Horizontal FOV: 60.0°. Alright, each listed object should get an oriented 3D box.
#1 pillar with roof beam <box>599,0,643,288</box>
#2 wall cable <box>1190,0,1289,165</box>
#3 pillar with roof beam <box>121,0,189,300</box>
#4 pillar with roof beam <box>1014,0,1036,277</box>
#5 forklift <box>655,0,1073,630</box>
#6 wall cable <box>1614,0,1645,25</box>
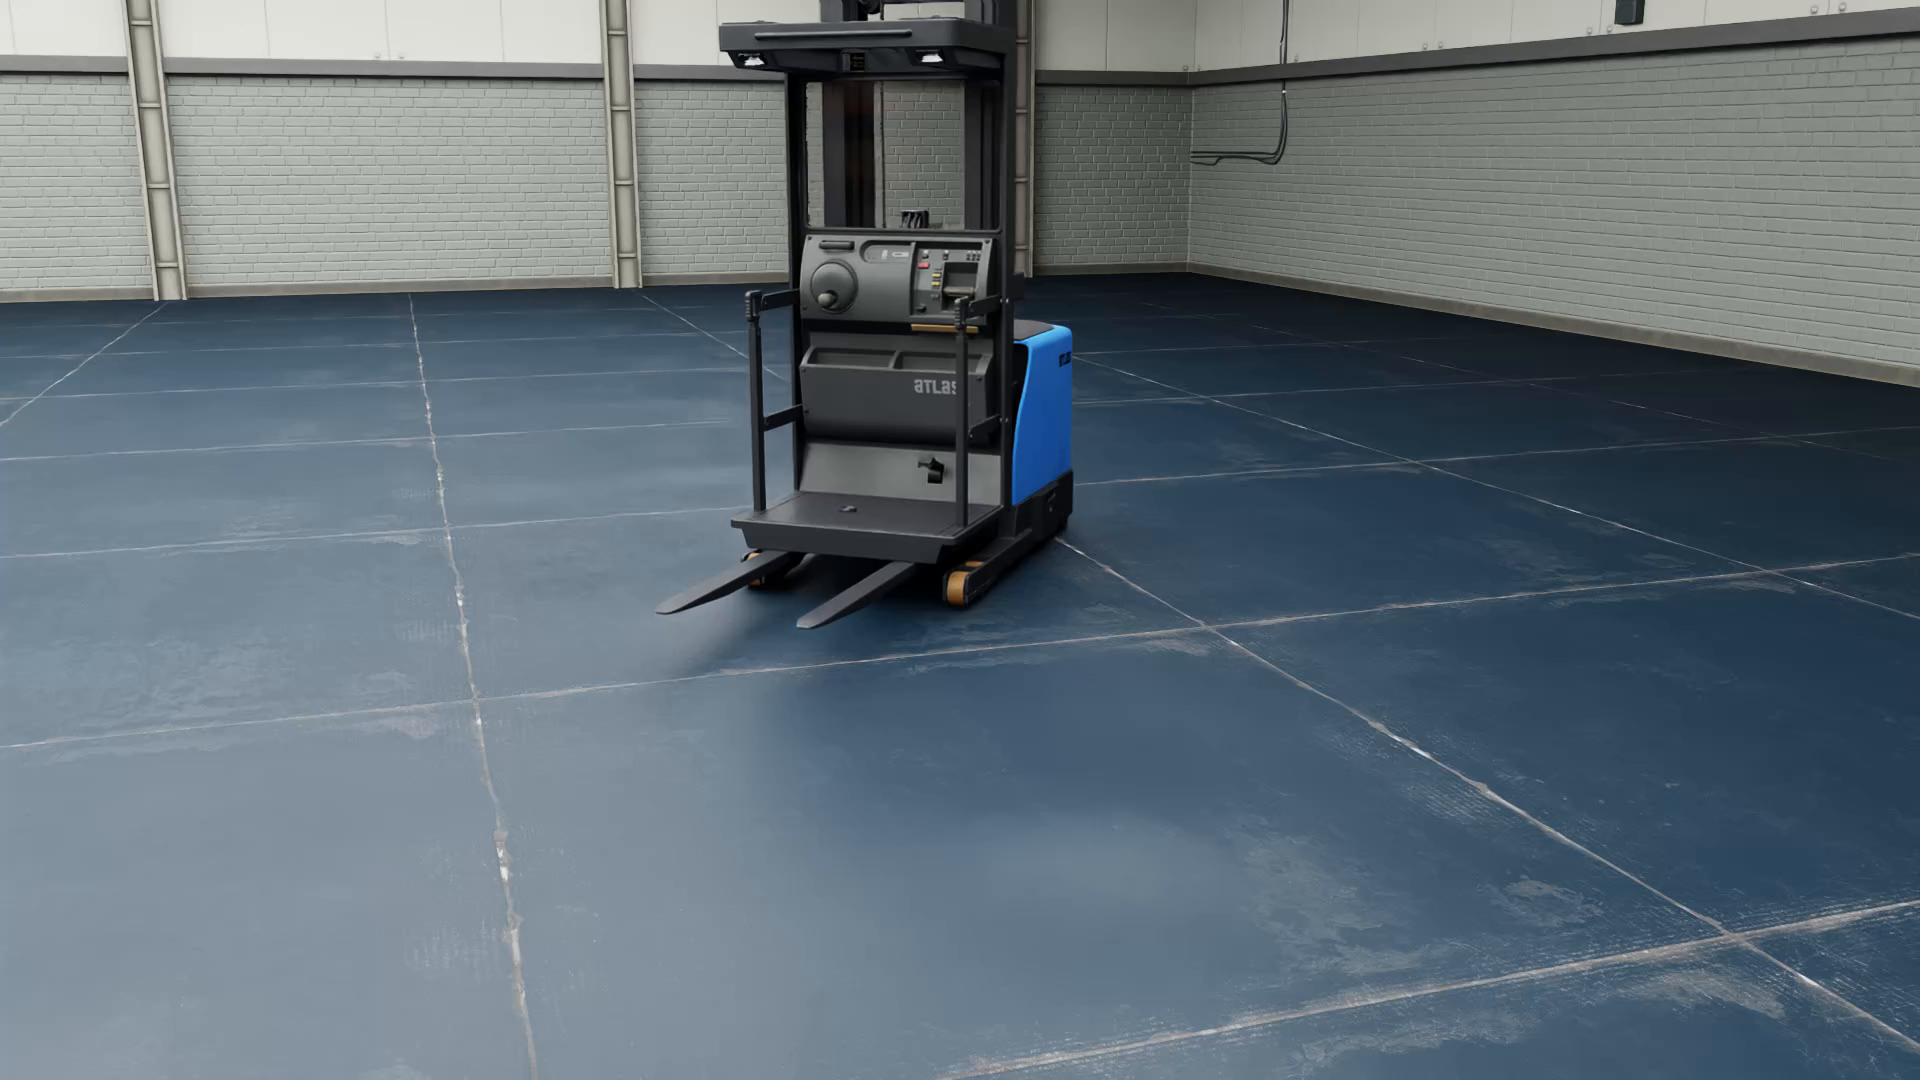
[{"bbox_3d":[-3.419,-7.081,18.964,0.400,9.000,9.100,-4,14,-18],"label":"pillar with roof beam"},{"bbox_3d":[4.108,-6.884,24.849,0.112,2.526,3.097,-4,14,-18],"label":"wall cable"},{"bbox_3d":[-9.106,-6.638,17.102,0.400,9.000,9.100,-4,14,-18],"label":"pillar with roof beam"},{"bbox_3d":[2.267,-7.523,20.826,0.400,9.000,9.100,-4,14,-18],"label":"pillar with roof beam"},{"bbox_3d":[-0.369,-1.232,7.489,1.130,2.935,3.031,5,14,19],"label":"forklift"},{"bbox_3d":[7.121,-7.966,15.338,0.169,6.003,2.305,-4,14,-18],"label":"wall cable"}]
